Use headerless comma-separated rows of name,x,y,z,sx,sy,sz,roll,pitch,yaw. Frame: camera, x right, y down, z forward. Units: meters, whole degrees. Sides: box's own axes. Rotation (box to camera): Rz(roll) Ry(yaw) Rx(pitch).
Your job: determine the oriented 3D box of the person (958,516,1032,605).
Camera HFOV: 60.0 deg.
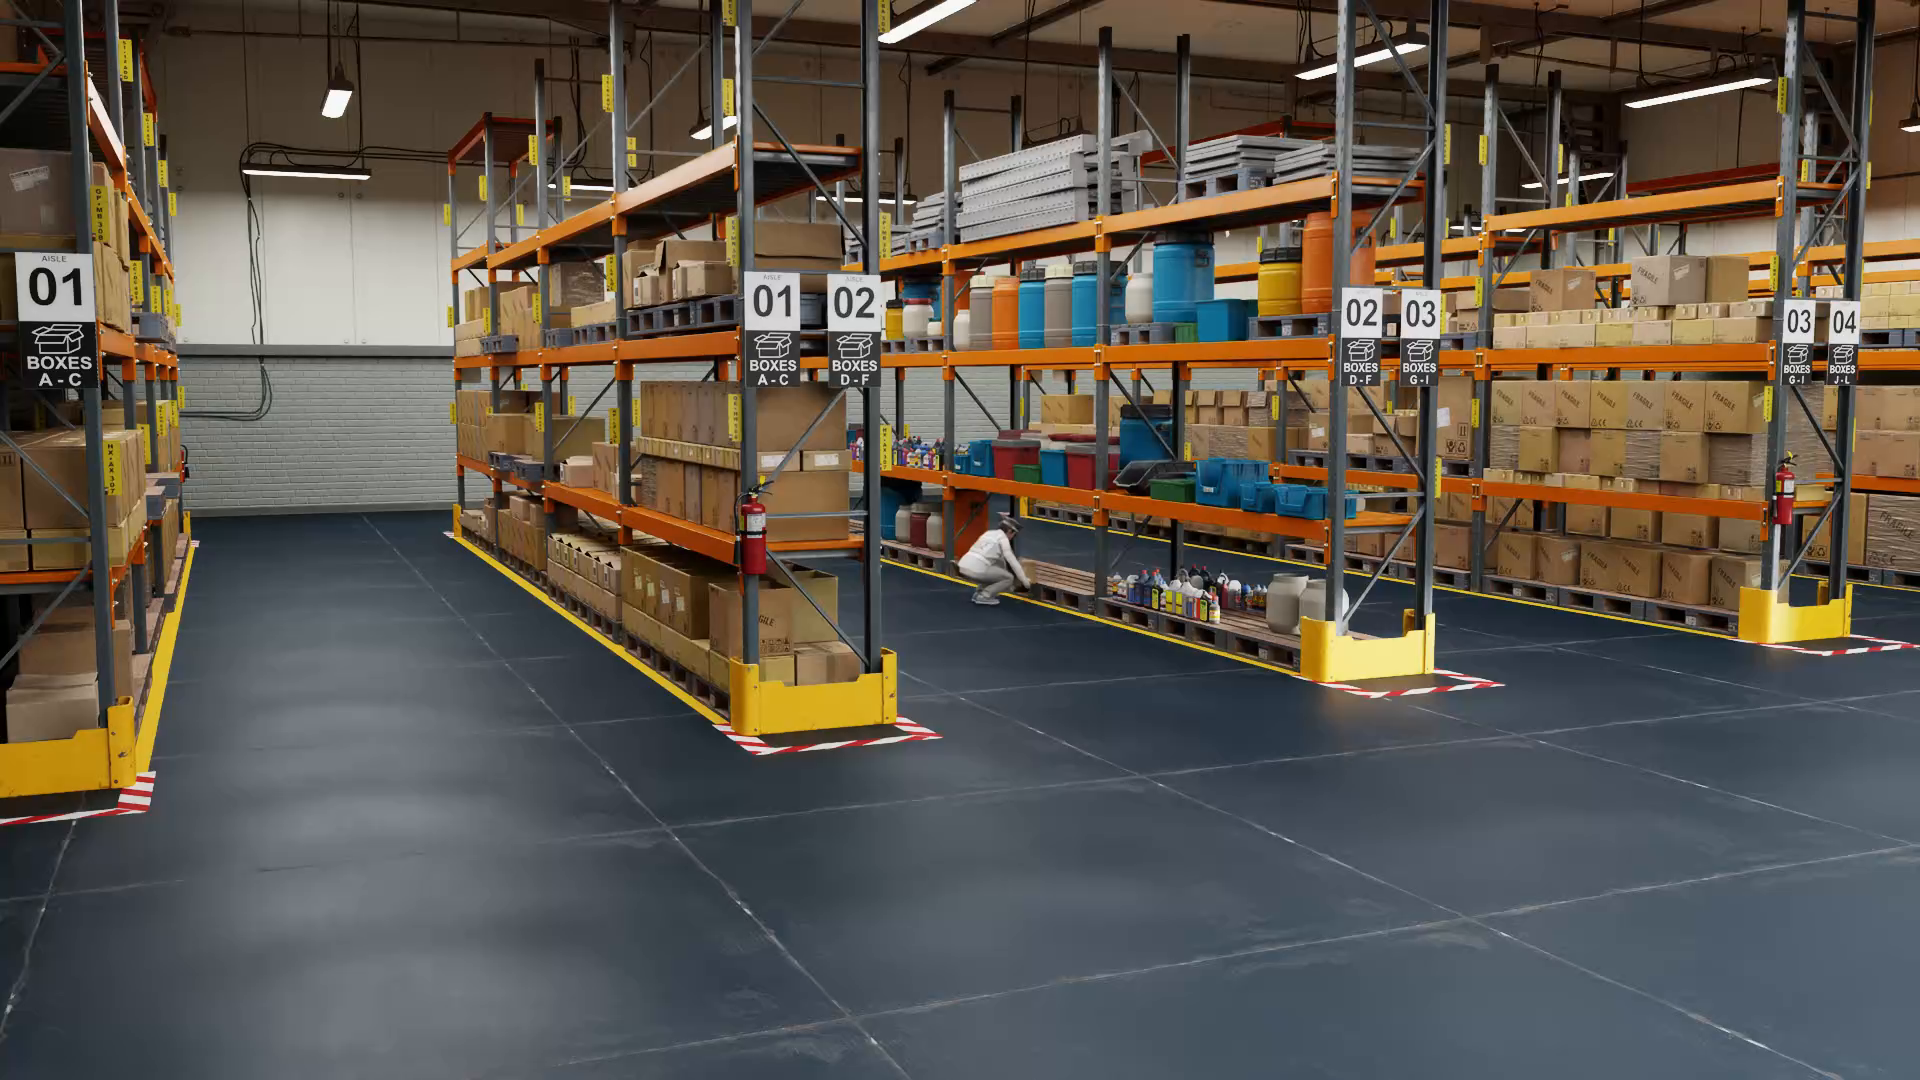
person,0.380,0.224,18.398,0.819,0.965,0.497,-2,6,-24
